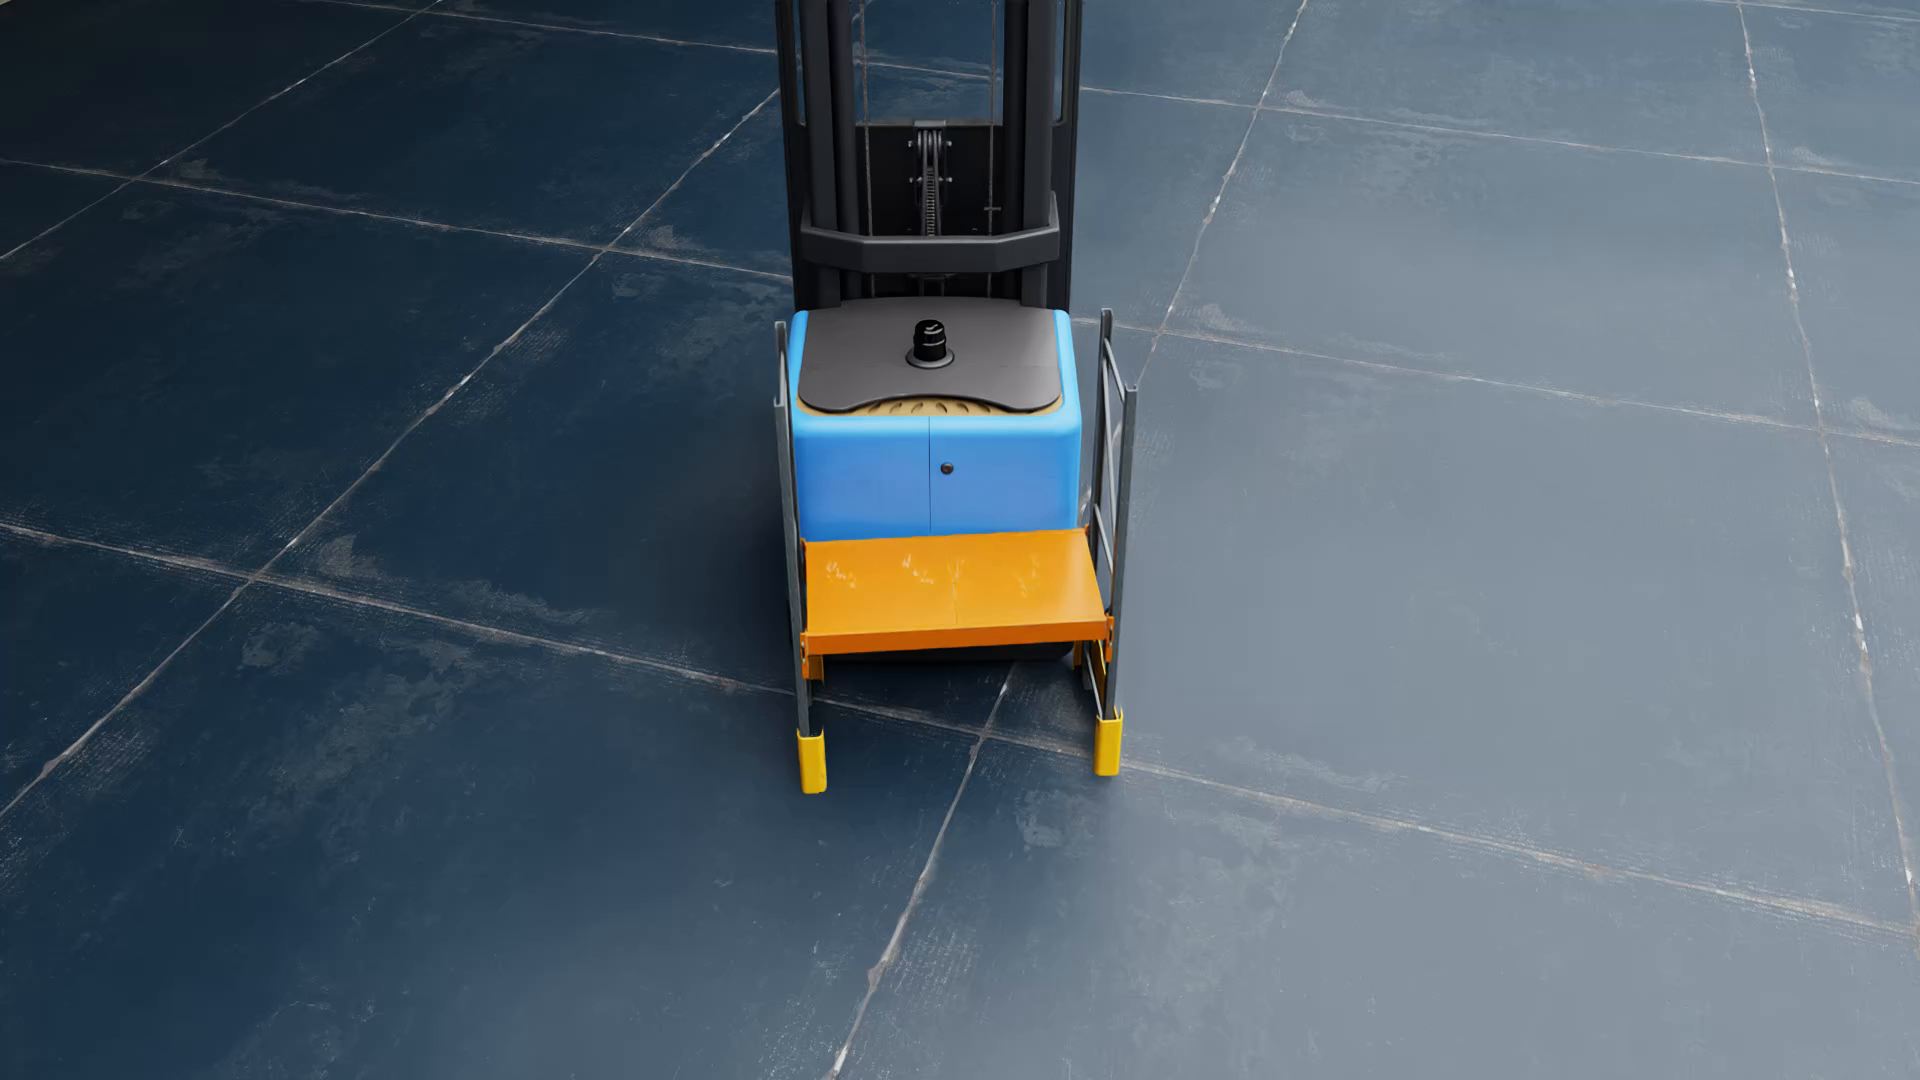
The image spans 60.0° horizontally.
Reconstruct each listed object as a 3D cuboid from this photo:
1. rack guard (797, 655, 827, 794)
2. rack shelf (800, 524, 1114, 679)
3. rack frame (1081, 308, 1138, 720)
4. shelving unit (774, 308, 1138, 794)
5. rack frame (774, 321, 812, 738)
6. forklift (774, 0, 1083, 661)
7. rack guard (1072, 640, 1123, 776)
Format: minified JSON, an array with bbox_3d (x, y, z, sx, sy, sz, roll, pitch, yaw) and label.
[{"bbox_3d":[-0.515,0.578,5.754,0.087,0.250,0.587,-3,36,-4],"label":"rack guard"},{"bbox_3d":[-0.028,0.196,5.523,1.000,0.185,0.538,-3,36,-4],"label":"rack shelf"},{"bbox_3d":[0.479,0.026,5.450,0.032,1.500,0.500,-3,36,-4],"label":"rack frame"},{"bbox_3d":[-0.019,0.050,5.417,1.083,1.500,0.587,-3,36,-4],"label":"shelving unit"},{"bbox_3d":[-0.535,0.076,5.382,0.032,1.500,0.500,-3,36,-4],"label":"rack frame"},{"bbox_3d":[-0.111,-1.582,6.427,1.130,2.935,3.031,0,36,0],"label":"forklift"},{"bbox_3d":[0.477,0.529,5.820,0.087,0.250,0.587,-3,36,-4],"label":"rack guard"}]
